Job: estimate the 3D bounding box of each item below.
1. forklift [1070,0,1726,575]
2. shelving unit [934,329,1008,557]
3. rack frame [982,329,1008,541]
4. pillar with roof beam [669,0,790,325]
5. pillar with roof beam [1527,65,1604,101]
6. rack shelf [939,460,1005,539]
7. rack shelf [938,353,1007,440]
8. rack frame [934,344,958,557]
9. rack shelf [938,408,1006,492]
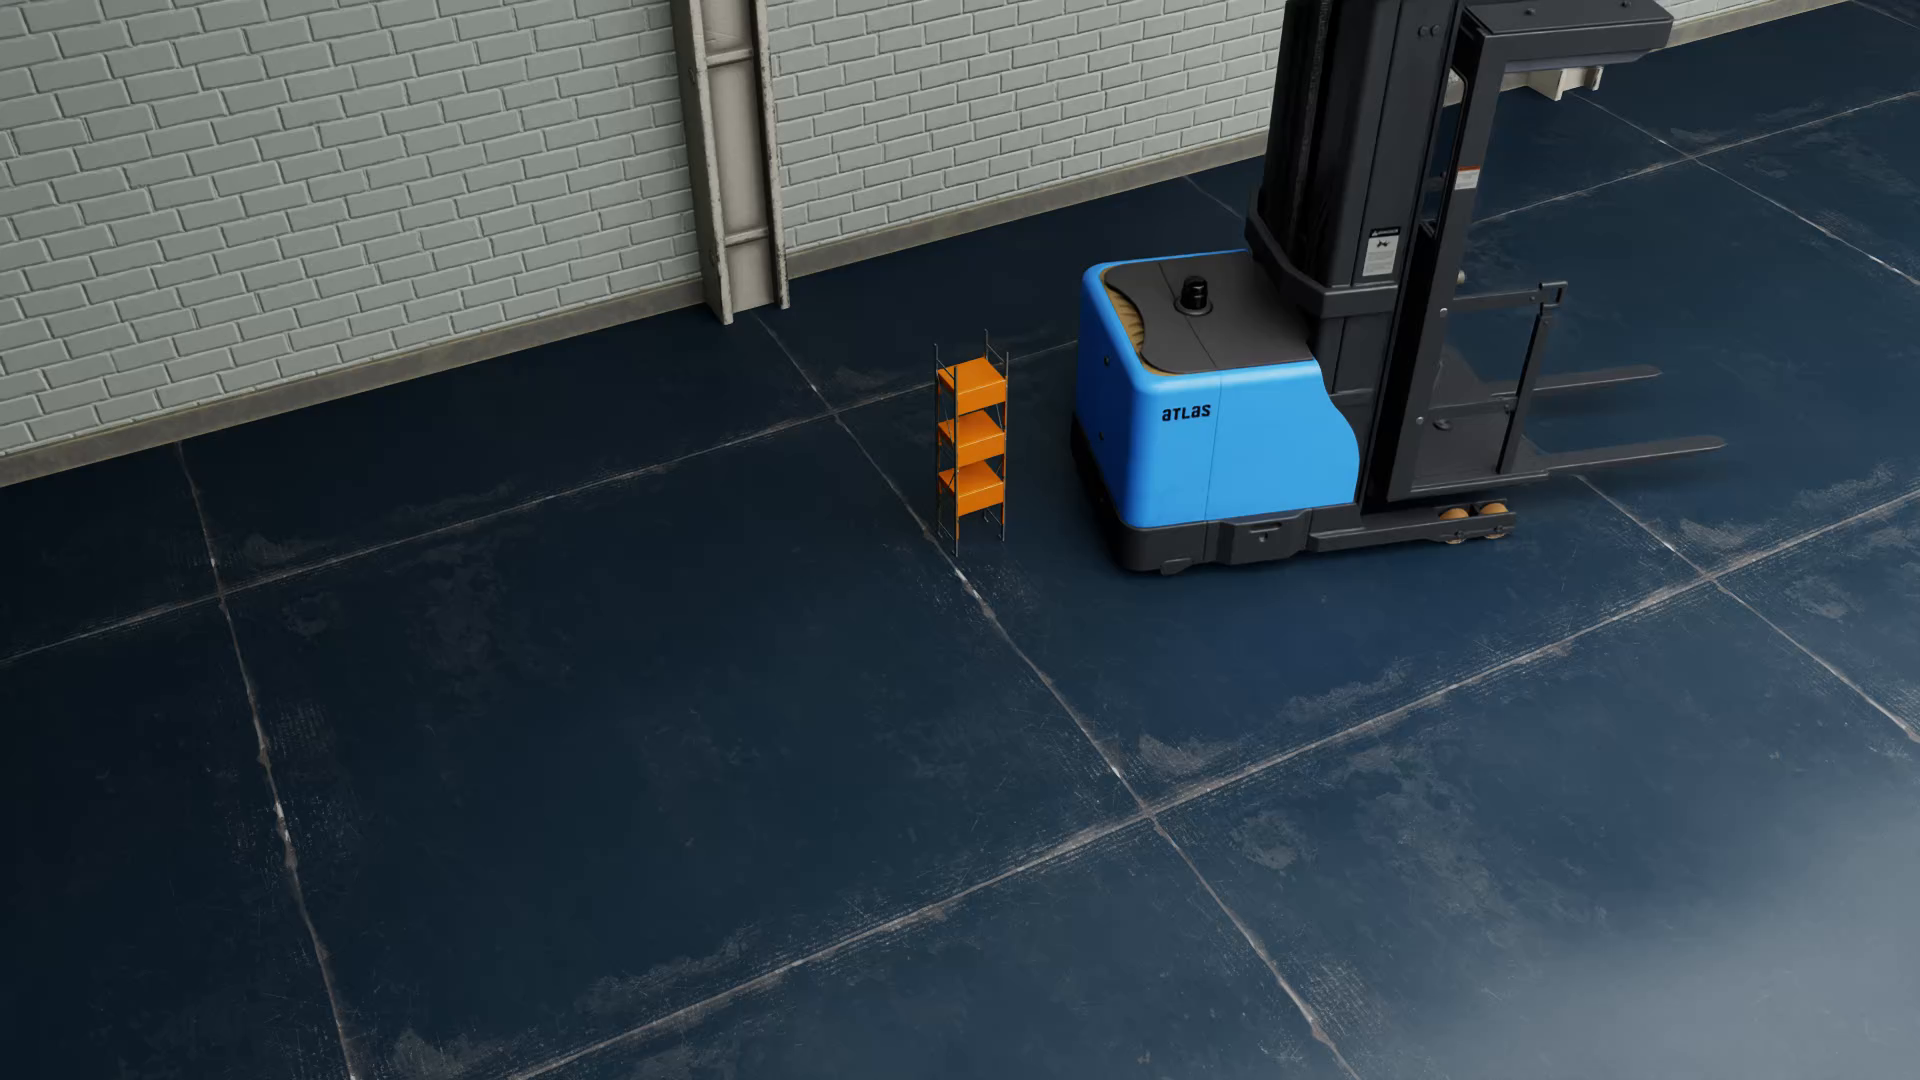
[{"bbox_3d":[2.110,-1.430,7.159,3.031,2.935,1.130,-7,41,-8],"label":"forklift"},{"bbox_3d":[0.047,-0.417,7.419,0.252,1.050,0.215,-19,44,-21],"label":"shelving unit"},{"bbox_3d":[0.156,-0.453,7.462,0.008,1.050,0.200,-19,44,-21],"label":"rack frame"},{"bbox_3d":[0.796,-2.296,3.486,0.400,9.000,9.100,-19,44,-21],"label":"pillar with roof beam"},{"bbox_3d":[6.118,-4.087,5.602,0.400,9.000,9.100,-19,44,-21],"label":"pillar with roof beam"},{"bbox_3d":[0.047,-0.196,7.605,0.240,0.259,0.215,-19,44,-21],"label":"rack shelf"},{"bbox_3d":[0.047,-0.625,7.242,0.240,0.259,0.215,-19,44,-21],"label":"rack shelf"},{"bbox_3d":[-0.061,-0.380,7.376,0.008,1.050,0.200,-19,44,-21],"label":"rack frame"},{"bbox_3d":[0.047,-0.409,7.425,0.240,0.259,0.215,-19,44,-21],"label":"rack shelf"}]
